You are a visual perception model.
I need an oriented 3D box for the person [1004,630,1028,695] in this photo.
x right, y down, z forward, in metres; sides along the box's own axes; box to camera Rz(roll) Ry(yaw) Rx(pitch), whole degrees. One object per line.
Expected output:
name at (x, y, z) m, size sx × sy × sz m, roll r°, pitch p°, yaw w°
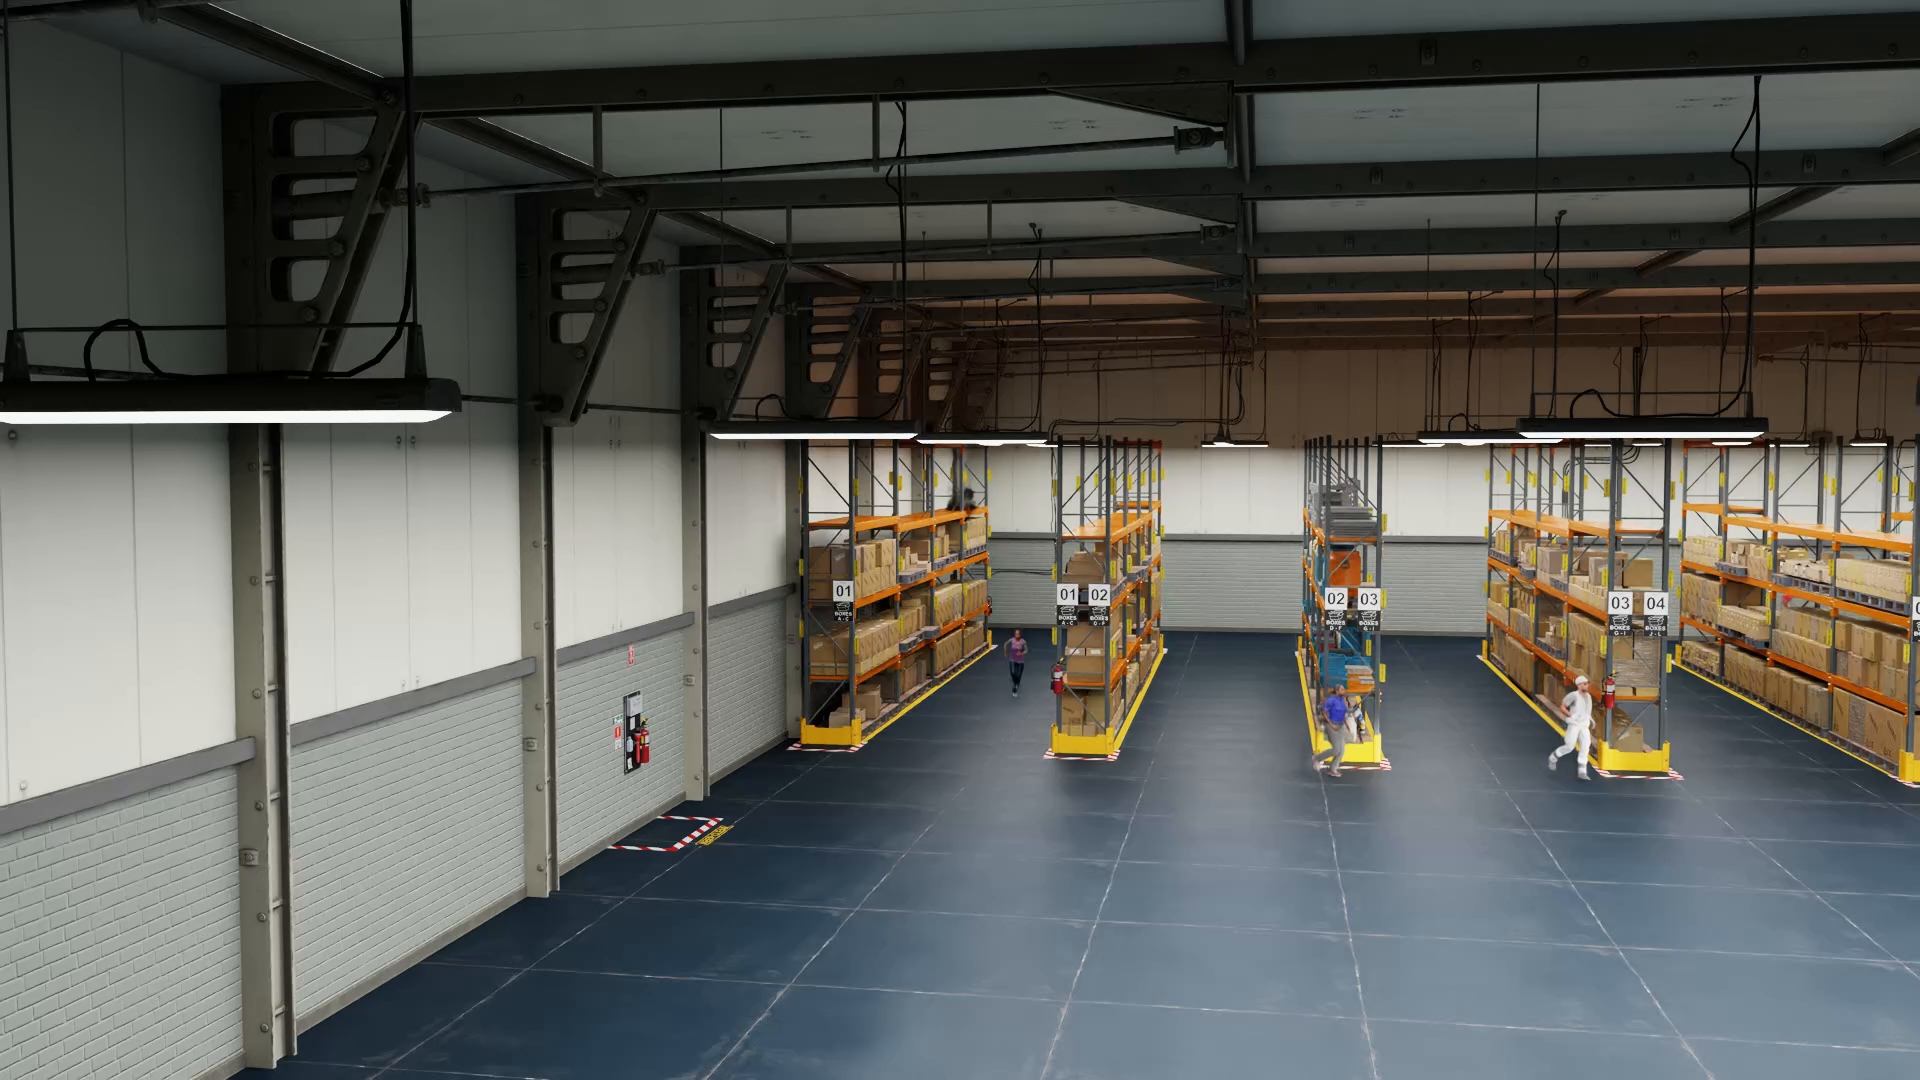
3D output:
person at (1.296, 2.855, 38.649) m, size 0.569 × 1.535 × 0.681 m, roll 0°, pitch 3°, yaw 5°

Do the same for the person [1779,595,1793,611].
person at (22.505, 2.371, 45.262) m, size 0.908 × 1.770 × 0.668 m, roll 0°, pitch 3°, yaw 8°

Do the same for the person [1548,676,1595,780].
person at (10.838, 3.256, 29.086) m, size 0.718 × 1.745 × 0.970 m, roll -1°, pitch 3°, yaw -20°

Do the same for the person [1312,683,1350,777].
person at (6.596, 3.333, 29.366) m, size 0.567 × 1.604 × 0.633 m, roll 3°, pitch 4°, yaw 43°
